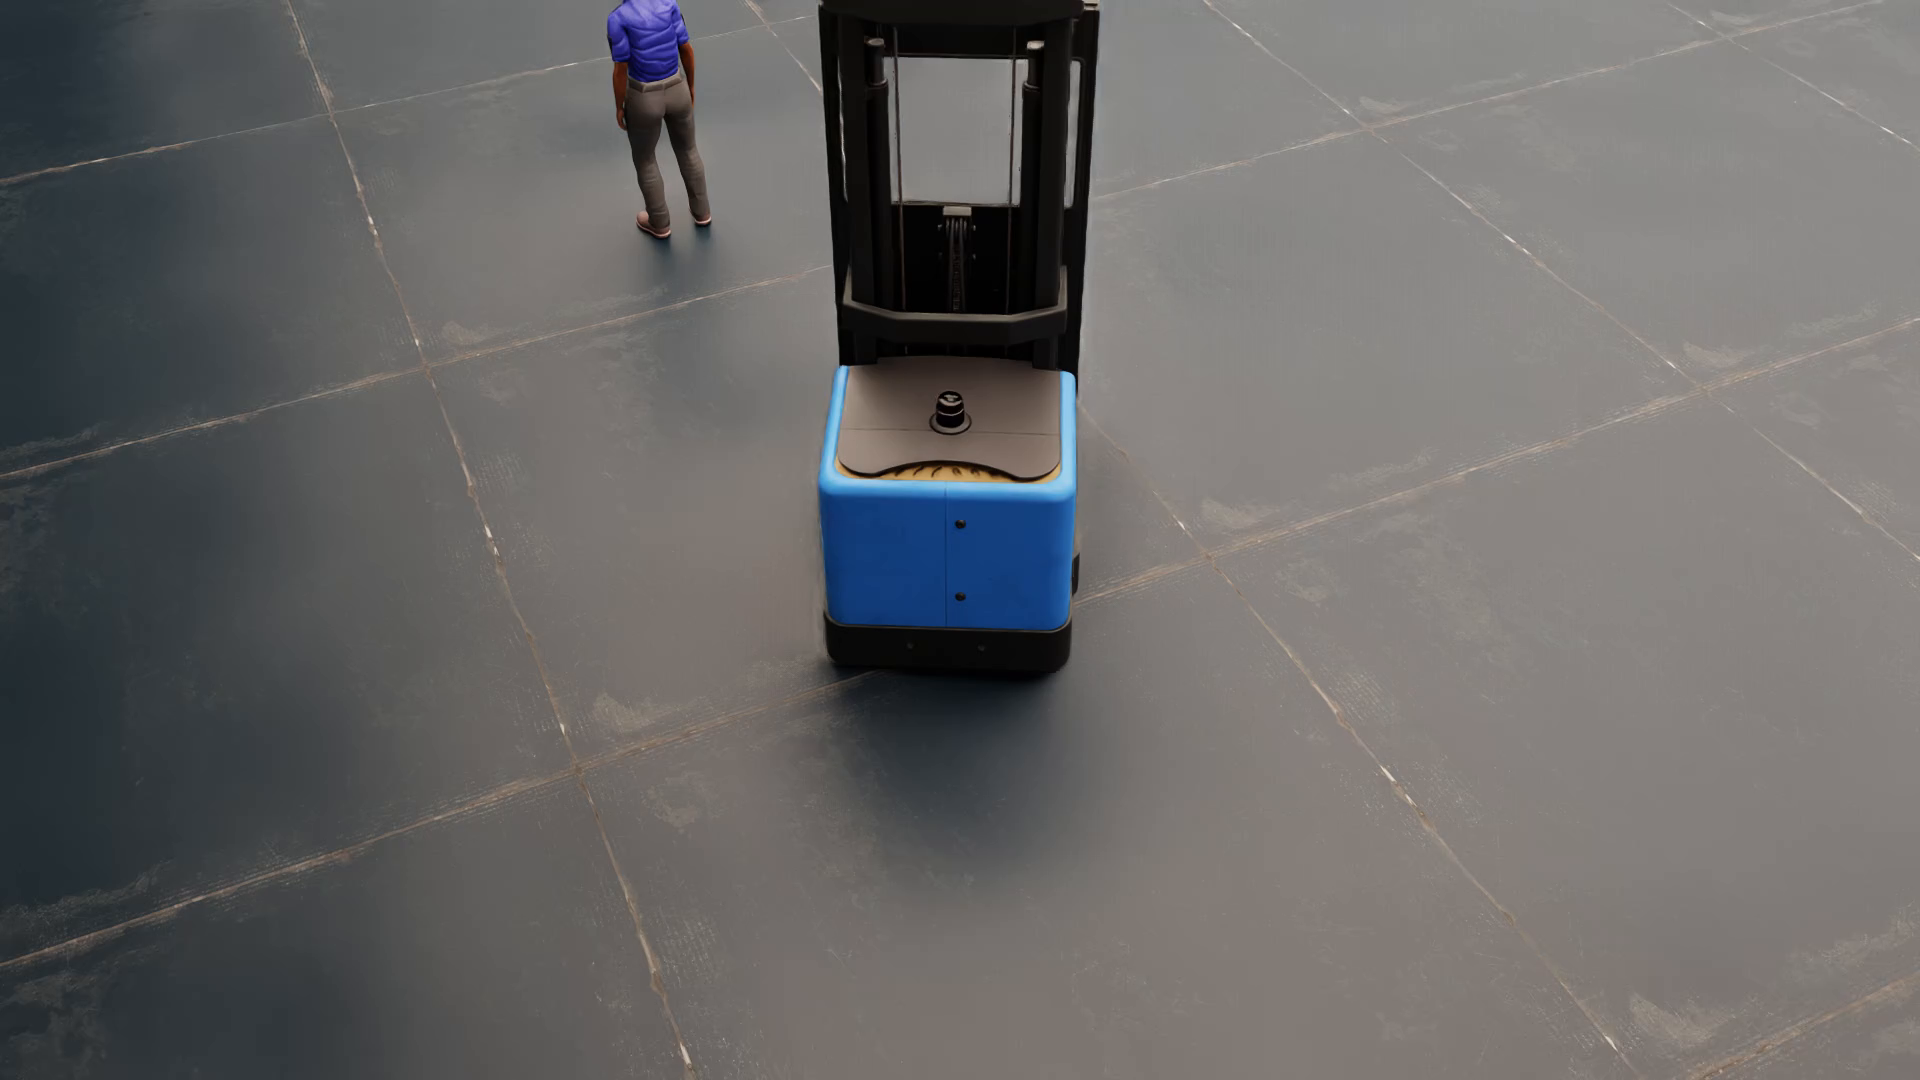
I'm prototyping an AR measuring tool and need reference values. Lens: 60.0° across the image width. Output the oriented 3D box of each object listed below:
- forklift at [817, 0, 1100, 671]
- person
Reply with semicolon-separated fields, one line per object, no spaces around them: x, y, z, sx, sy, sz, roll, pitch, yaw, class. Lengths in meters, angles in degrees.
0.006;-1.501;7.288;1.130;2.935;3.031;2;43;2;forklift
-1.687;-2.461;9.266;0.519;1.639;0.351;-24;48;-23;person
